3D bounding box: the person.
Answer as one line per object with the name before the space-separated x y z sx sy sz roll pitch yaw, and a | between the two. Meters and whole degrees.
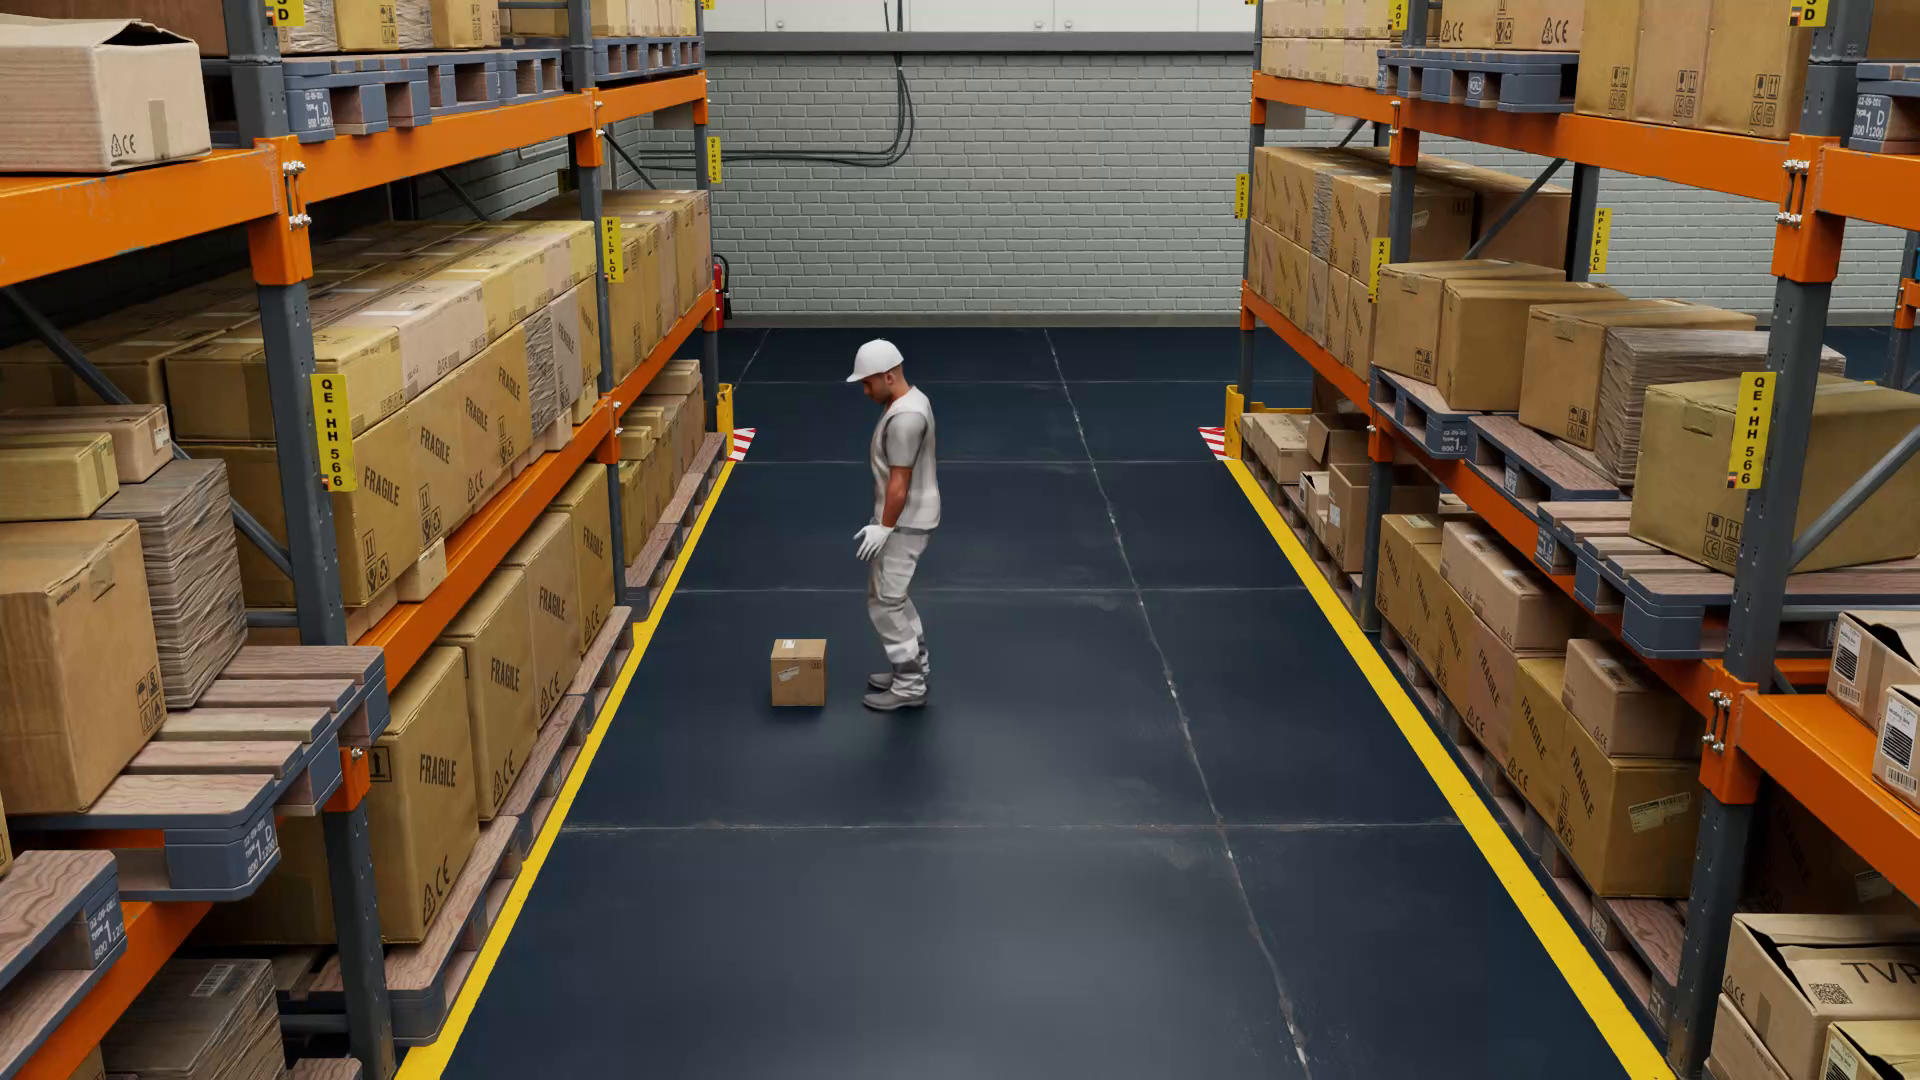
person | -0.305 -0.070 7.800 0.427 1.751 0.538 0 17 0
